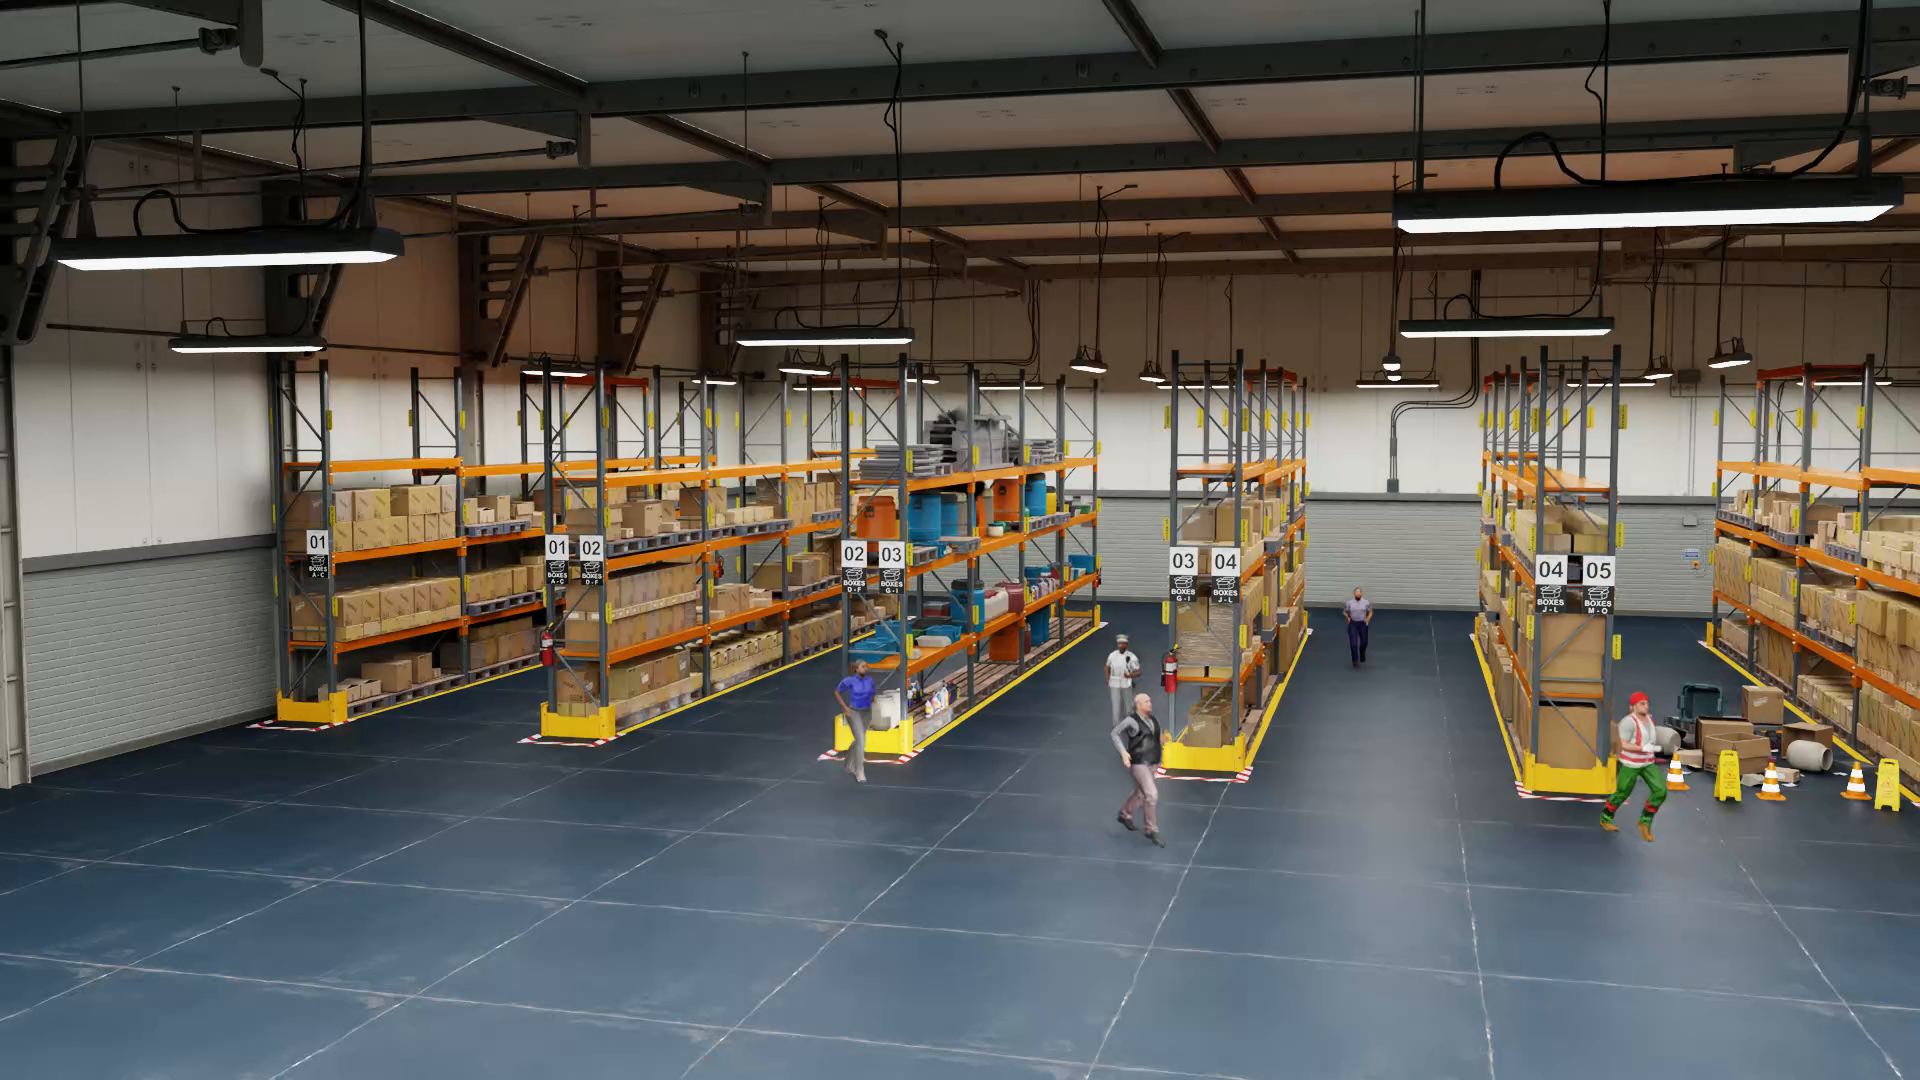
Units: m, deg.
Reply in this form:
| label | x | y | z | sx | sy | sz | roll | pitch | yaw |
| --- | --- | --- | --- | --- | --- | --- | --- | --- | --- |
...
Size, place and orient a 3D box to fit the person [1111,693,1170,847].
| label | x | y | z | sx | sy | sz | roll | pitch | yaw |
| --- | --- | --- | --- | --- | --- | --- | --- | --- | --- |
| person | 2.171 | 2.708 | 19.820 | 0.825 | 1.771 | 0.633 | 4 | 6 | 42 |

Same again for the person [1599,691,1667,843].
| label | x | y | z | sx | sy | sz | roll | pitch | yaw |
| --- | --- | --- | --- | --- | --- | --- | --- | --- | --- |
| person | 8.073 | 2.684 | 19.793 | 0.676 | 1.792 | 0.891 | -2 | 4 | -21 |

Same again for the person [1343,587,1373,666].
| label | x | y | z | sx | sy | sz | roll | pitch | yaw |
| --- | --- | --- | --- | --- | --- | --- | --- | --- | --- |
| person | 8.109 | 1.775 | 33.915 | 0.603 | 1.579 | 0.571 | 1 | 4 | 11 |

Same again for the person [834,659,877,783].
| label | x | y | z | sx | sy | sz | roll | pitch | yaw |
| --- | --- | --- | --- | --- | --- | --- | --- | --- | --- |
| person | -1.403 | 2.517 | 23.273 | 0.561 | 1.713 | 0.674 | -4 | 6 | -43 |

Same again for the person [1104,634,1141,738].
| label | x | y | z | sx | sy | sz | roll | pitch | yaw |
| --- | --- | --- | --- | --- | --- | --- | --- | --- | --- |
| person | 2.525 | 2.293 | 25.936 | 0.587 | 1.671 | 0.871 | 1 | 4 | 12 |
